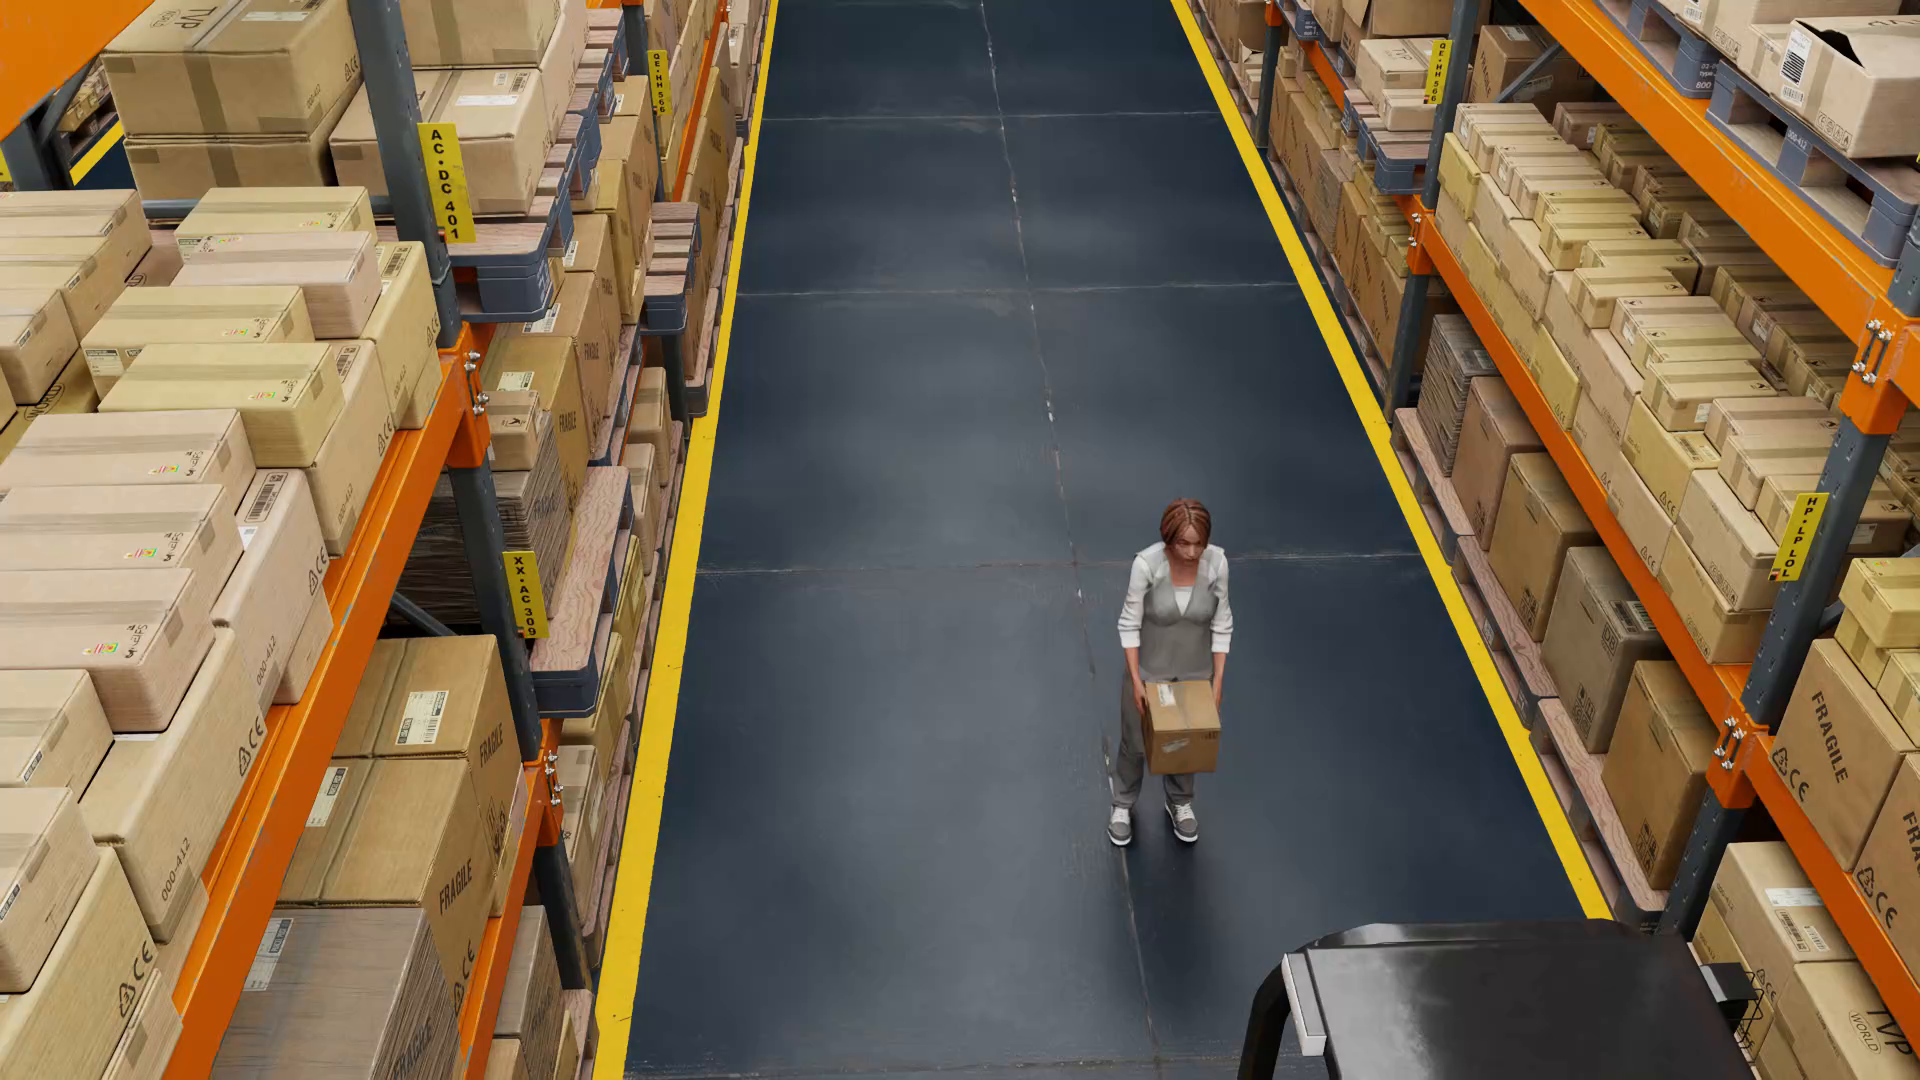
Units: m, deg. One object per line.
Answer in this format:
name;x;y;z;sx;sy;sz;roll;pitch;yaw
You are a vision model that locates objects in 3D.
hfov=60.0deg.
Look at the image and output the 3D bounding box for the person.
person;0.822;0.526;6.461;0.444;1.602;0.384;-2;36;-3
